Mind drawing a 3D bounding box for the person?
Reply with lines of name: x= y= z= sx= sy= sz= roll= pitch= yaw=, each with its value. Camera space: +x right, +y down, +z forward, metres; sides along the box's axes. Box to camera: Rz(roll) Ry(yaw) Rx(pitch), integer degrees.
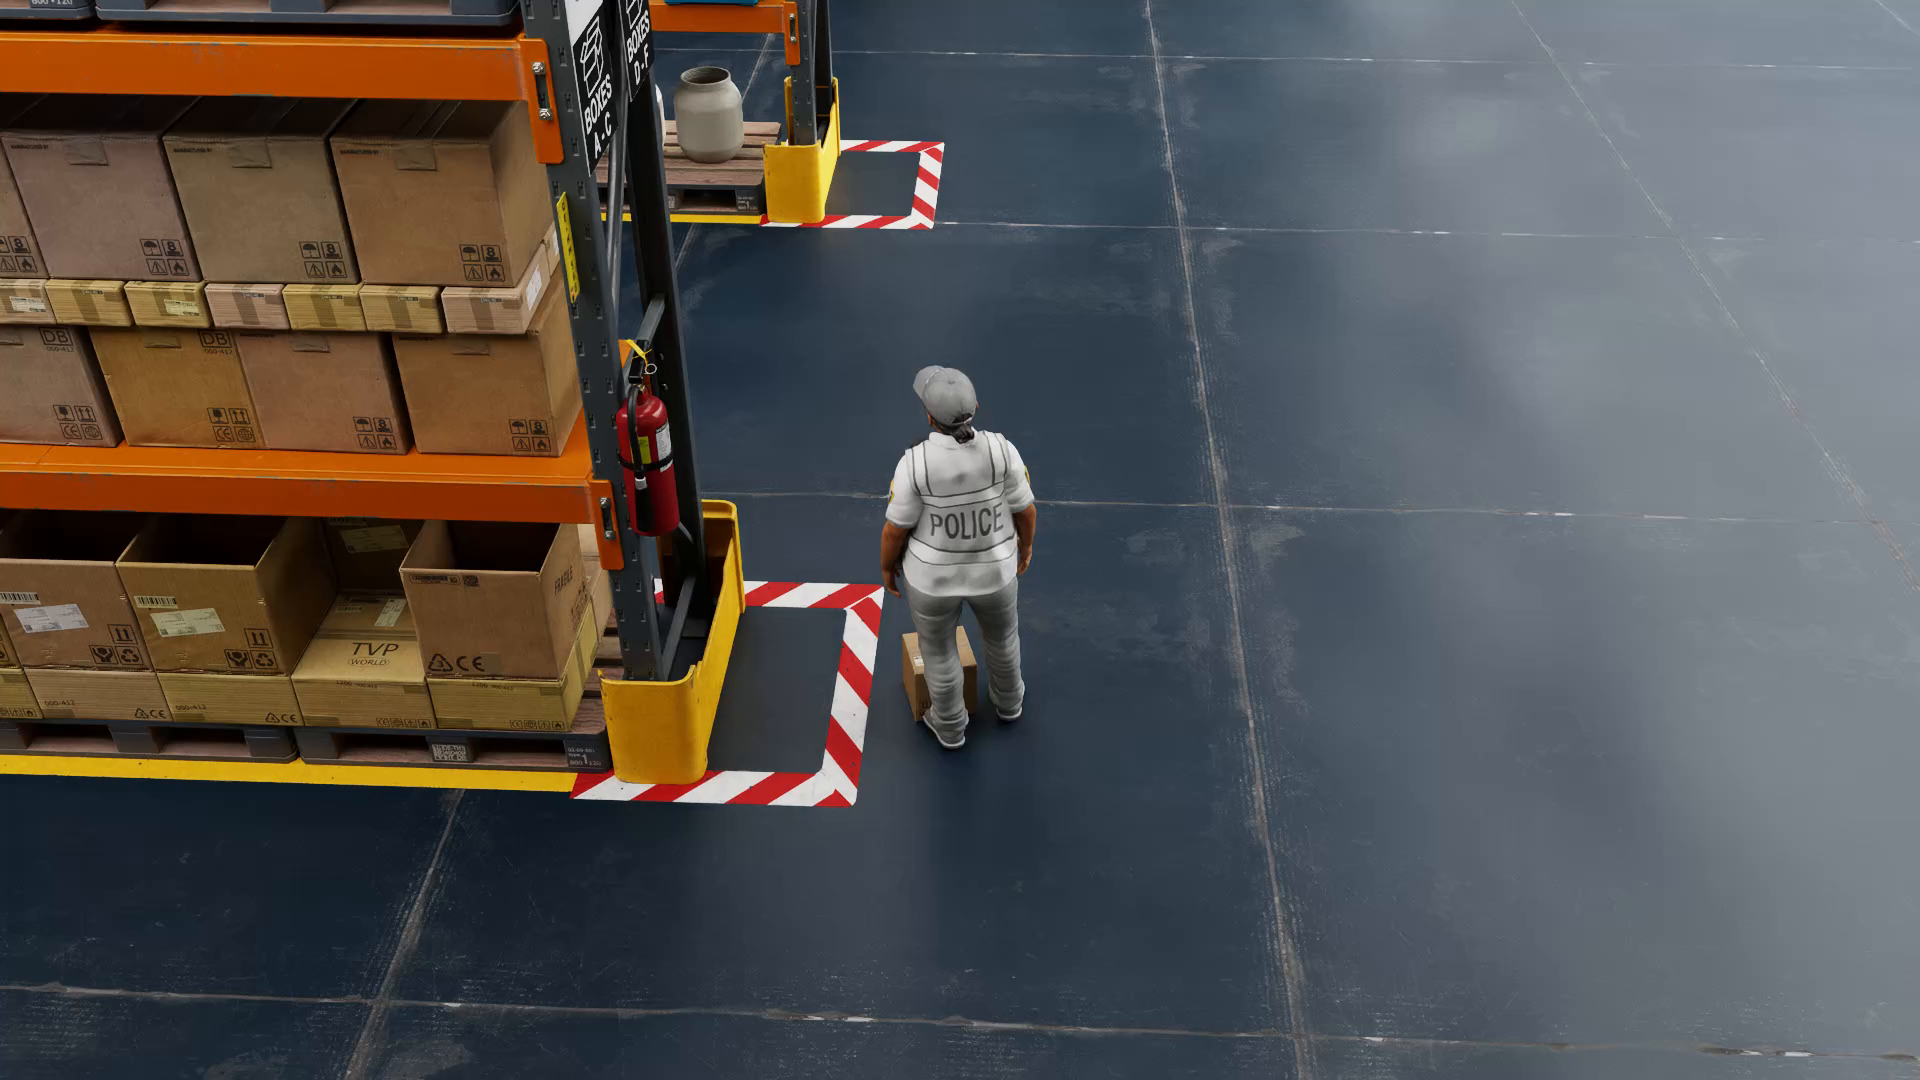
person: x=-0.002 y=0.053 z=6.052 sx=0.598 sy=1.670 sz=0.529 roll=-7 pitch=36 yaw=-9
